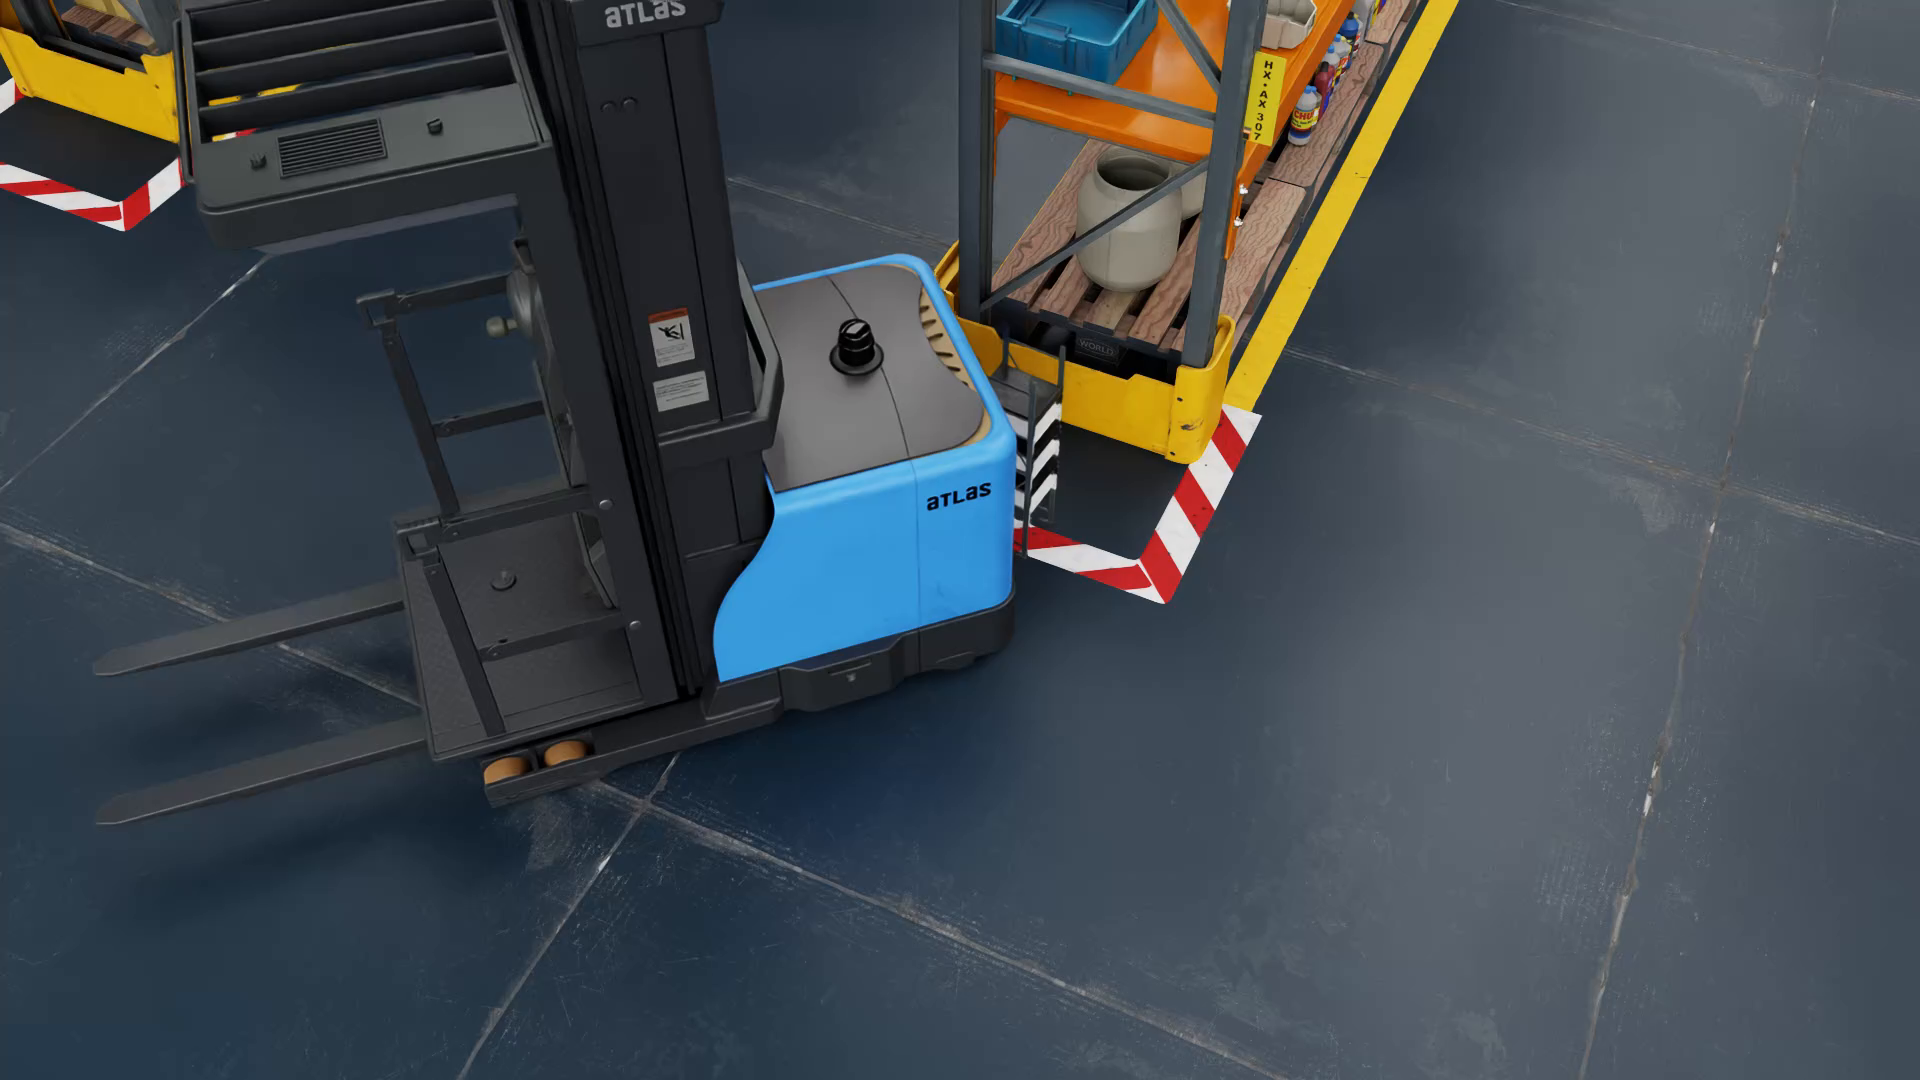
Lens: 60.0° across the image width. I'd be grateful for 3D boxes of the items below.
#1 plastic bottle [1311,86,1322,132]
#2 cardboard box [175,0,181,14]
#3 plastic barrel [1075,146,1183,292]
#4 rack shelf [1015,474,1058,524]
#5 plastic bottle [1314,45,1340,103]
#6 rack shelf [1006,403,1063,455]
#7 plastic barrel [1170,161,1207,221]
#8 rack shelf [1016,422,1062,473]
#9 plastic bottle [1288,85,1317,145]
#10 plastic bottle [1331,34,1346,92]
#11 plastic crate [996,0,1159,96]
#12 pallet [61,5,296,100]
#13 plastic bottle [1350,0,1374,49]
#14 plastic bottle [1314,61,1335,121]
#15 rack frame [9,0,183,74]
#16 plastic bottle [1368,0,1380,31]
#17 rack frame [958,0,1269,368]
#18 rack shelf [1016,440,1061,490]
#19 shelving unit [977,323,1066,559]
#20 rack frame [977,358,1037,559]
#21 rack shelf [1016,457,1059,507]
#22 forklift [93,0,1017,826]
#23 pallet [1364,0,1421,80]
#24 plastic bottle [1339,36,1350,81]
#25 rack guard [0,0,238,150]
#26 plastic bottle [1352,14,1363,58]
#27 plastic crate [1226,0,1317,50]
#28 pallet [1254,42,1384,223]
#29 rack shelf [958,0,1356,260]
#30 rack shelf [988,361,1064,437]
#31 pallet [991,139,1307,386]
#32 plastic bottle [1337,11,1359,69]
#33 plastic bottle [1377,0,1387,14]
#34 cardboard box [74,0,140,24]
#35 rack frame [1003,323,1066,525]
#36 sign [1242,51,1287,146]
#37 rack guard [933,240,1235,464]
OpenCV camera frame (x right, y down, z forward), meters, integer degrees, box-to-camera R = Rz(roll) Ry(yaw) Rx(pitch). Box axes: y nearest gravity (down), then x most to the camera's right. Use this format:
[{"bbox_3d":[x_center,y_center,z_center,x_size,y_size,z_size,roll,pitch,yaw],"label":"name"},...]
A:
[{"bbox_3d":[1.572,-1.947,7.486,0.097,0.201,0.097,0,50,0],"label":"plastic bottle"},{"bbox_3d":[-3.575,-2.649,8.064,0.500,0.250,0.500,20,52,16],"label":"cardboard box"},{"bbox_3d":[0.683,-1.301,6.745,0.421,0.512,0.421,0,50,0],"label":"plastic barrel"},{"bbox_3d":[0.198,-0.197,6.105,0.258,0.077,0.200,25,53,20],"label":"rack shelf"},{"bbox_3d":[1.674,-2.135,7.599,0.097,0.271,0.097,0,50,0],"label":"plastic bottle"},{"bbox_3d":[0.200,-0.433,5.834,0.258,0.077,0.200,25,53,20],"label":"rack shelf"},{"bbox_3d":[0.898,-1.646,7.039,0.421,0.512,0.421,0,50,0],"label":"plastic barrel"},{"bbox_3d":[0.200,-0.374,5.902,0.258,0.077,0.200,25,53,20],"label":"rack shelf"},{"bbox_3d":[1.528,-1.899,7.399,0.097,0.271,0.097,0,50,0],"label":"plastic bottle"},{"bbox_3d":[1.717,-2.204,7.658,0.097,0.271,0.097,0,50,0],"label":"plastic bottle"},{"bbox_3d":[0.415,-1.887,5.984,0.499,0.251,0.616,20,52,16],"label":"plastic crate"},{"bbox_3d":[-3.717,-2.744,8.446,1.003,0.211,1.213,20,52,16],"label":"pallet"},{"bbox_3d":[1.873,-2.505,7.912,0.152,0.276,0.135,21,53,17],"label":"plastic bottle"},{"bbox_3d":[1.641,-2.052,7.522,0.061,0.283,0.133,21,53,17],"label":"plastic bottle"},{"bbox_3d":[-4.006,-3.107,6.925,1.000,3.000,0.127,20,52,16],"label":"rack frame"},{"bbox_3d":[1.946,-2.640,7.977,0.144,0.351,0.185,19,52,16],"label":"plastic bottle"},{"bbox_3d":[0.471,-1.493,5.551,1.000,3.000,0.127,20,52,16],"label":"rack frame"},{"bbox_3d":[0.199,-0.315,5.969,0.258,0.077,0.200,25,53,20],"label":"rack shelf"},{"bbox_3d":[0.200,-0.337,5.944,0.258,0.900,0.210,25,53,20],"label":"shelving unit"},{"bbox_3d":[0.147,-0.271,5.887,0.240,0.900,0.006,25,53,20],"label":"rack frame"},{"bbox_3d":[0.199,-0.256,6.037,0.258,0.077,0.200,25,53,20],"label":"rack shelf"},{"bbox_3d":[-1.382,-0.535,4.781,3.031,2.935,1.130,-15,51,-12],"label":"forklift"},{"bbox_3d":[1.856,-2.895,8.575,1.003,0.211,1.213,20,52,16],"label":"pallet"},{"bbox_3d":[1.759,-2.249,7.743,0.097,0.201,0.097,0,50,0],"label":"plastic bottle"},{"bbox_3d":[-4.016,-2.281,7.862,1.175,0.500,0.348,20,52,16],"label":"rack guard"},{"bbox_3d":[1.847,-2.391,7.863,0.097,0.201,0.097,0,50,0],"label":"plastic bottle"},{"bbox_3d":[1.145,-1.919,6.087,0.298,0.136,0.250,20,52,16],"label":"plastic crate"},{"bbox_3d":[1.336,-2.052,7.857,1.003,0.211,1.213,20,52,16],"label":"pallet"},{"bbox_3d":[1.326,-2.637,6.997,1.077,0.370,4.000,20,52,16],"label":"rack shelf"},{"bbox_3d":[0.201,-0.492,5.766,0.258,0.077,0.200,25,53,20],"label":"rack shelf"},{"bbox_3d":[0.813,-1.215,7.145,1.003,0.211,1.213,20,52,16],"label":"pallet"},{"bbox_3d":[1.803,-2.343,7.777,0.097,0.271,0.097,0,50,0],"label":"plastic bottle"},{"bbox_3d":[2.052,-2.715,8.085,0.061,0.283,0.133,23,53,18],"label":"plastic bottle"},{"bbox_3d":[-4.044,-2.818,8.208,0.500,0.250,0.500,20,52,16],"label":"cardboard box"},{"bbox_3d":[0.252,-0.403,6.002,0.240,0.900,0.006,25,53,20],"label":"rack frame"},{"bbox_3d":[0.967,-1.401,5.291,0.100,0.325,0.005,20,52,16],"label":"sign"},{"bbox_3d":[0.461,-0.751,6.561,1.175,0.500,0.348,20,52,16],"label":"rack guard"}]
